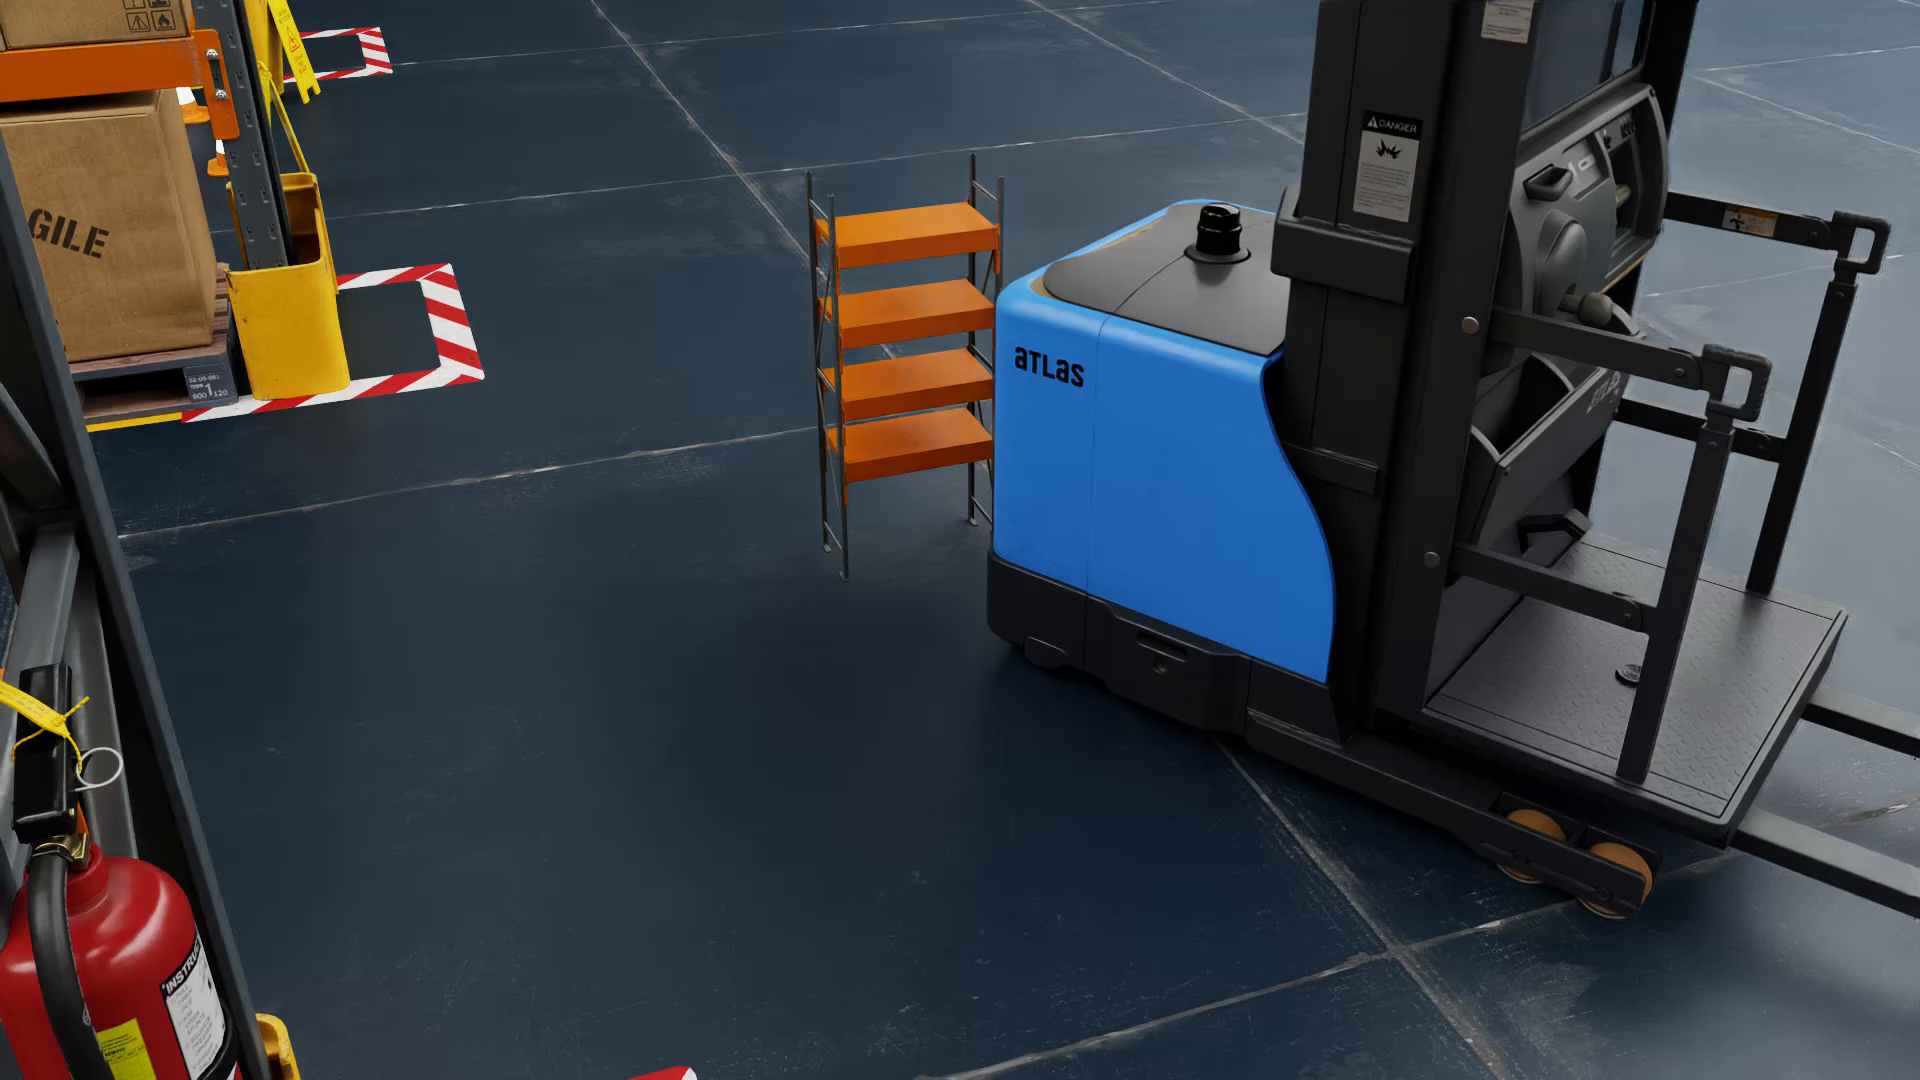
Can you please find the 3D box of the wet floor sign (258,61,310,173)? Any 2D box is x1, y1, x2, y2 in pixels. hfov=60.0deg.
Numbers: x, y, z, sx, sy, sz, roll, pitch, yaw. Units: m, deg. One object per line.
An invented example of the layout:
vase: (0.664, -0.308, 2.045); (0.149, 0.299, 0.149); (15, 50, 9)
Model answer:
wet floor sign: (-3.337, -2.005, 8.117); (0.232, 0.644, 0.267); (-16, 33, -26)

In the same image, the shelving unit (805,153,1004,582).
shelving unit: (-0.155, -0.493, 4.903); (0.503, 1.200, 0.258); (-10, 31, -18)

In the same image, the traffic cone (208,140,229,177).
traffic cone: (-3.742, -2.152, 8.560); (0.334, 0.463, 0.336); (-10, 31, -18)

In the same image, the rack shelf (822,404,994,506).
rack shelf: (-0.155, -0.262, 5.034); (0.480, 0.148, 0.258); (-10, 31, -18)

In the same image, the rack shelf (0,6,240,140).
rack shelf: (-4.548, -1.446, 5.485); (4.000, 0.370, 1.077); (-10, 31, -18)

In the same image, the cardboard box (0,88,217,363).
cardboard box: (-3.286, -1.216, 6.076); (0.875, 0.875, 0.875); (-10, 31, -17)

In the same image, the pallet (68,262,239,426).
pallet: (-3.396, -0.718, 6.297); (1.213, 0.211, 1.003); (-10, 31, -18)

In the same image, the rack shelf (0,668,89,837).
rack shelf: (-2.913, 0.872, 1.415); (4.000, 0.370, 1.077); (-10, 31, -18)

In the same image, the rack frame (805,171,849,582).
rack frame: (-0.384, -0.451, 4.829); (0.015, 1.200, 0.240); (-10, 31, -18)

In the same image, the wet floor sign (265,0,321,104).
wet floor sign: (-3.943, -2.897, 9.682); (0.232, 0.644, 0.267); (0, 30, 0)

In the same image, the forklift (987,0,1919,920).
forklift: (1.552, -0.719, 3.551); (3.031, 2.935, 1.130); (21, 36, 32)

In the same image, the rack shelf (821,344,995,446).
rack shelf: (-0.155, -0.434, 4.936); (0.480, 0.148, 0.258); (-10, 31, -18)

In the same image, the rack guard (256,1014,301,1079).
rack guard: (-1.110, 1.314, 2.439); (0.348, 0.500, 1.175); (-10, 31, -18)

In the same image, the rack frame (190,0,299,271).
rack frame: (-2.673, -2.104, 5.913); (0.127, 3.000, 1.000); (-10, 31, -18)

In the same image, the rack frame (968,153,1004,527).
rack frame: (0.074, -0.535, 4.977); (0.015, 1.200, 0.240); (-10, 31, -18)

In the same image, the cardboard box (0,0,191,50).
cardboard box: (-3.005, -2.084, 5.726); (0.550, 0.550, 0.875); (-10, 31, -18)

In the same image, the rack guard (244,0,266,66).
rack guard: (-4.565, -3.284, 10.509); (0.348, 0.500, 1.175); (-10, 31, -18)

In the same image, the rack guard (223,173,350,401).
rack guard: (-2.651, -1.022, 6.539); (0.348, 0.500, 1.175); (-10, 31, -18)

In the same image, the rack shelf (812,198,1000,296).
rack shelf: (-0.155, -0.834, 4.708); (0.480, 0.148, 0.258); (-10, 31, -18)

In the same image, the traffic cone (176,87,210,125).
traffic cone: (-4.447, -2.608, 9.360); (0.334, 0.463, 0.336); (-10, 31, -18)

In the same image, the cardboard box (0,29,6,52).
cardboard box: (-3.513, -1.979, 5.542); (0.550, 0.550, 0.875); (-10, 31, -18)

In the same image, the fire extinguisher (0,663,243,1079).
fire extinguisher: (-0.771, 0.442, 1.522); (0.183, 0.674, 0.296); (-10, 31, -18)

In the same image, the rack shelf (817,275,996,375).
rack shelf: (-0.155, -0.629, 4.825); (0.480, 0.148, 0.258); (-10, 31, -18)
